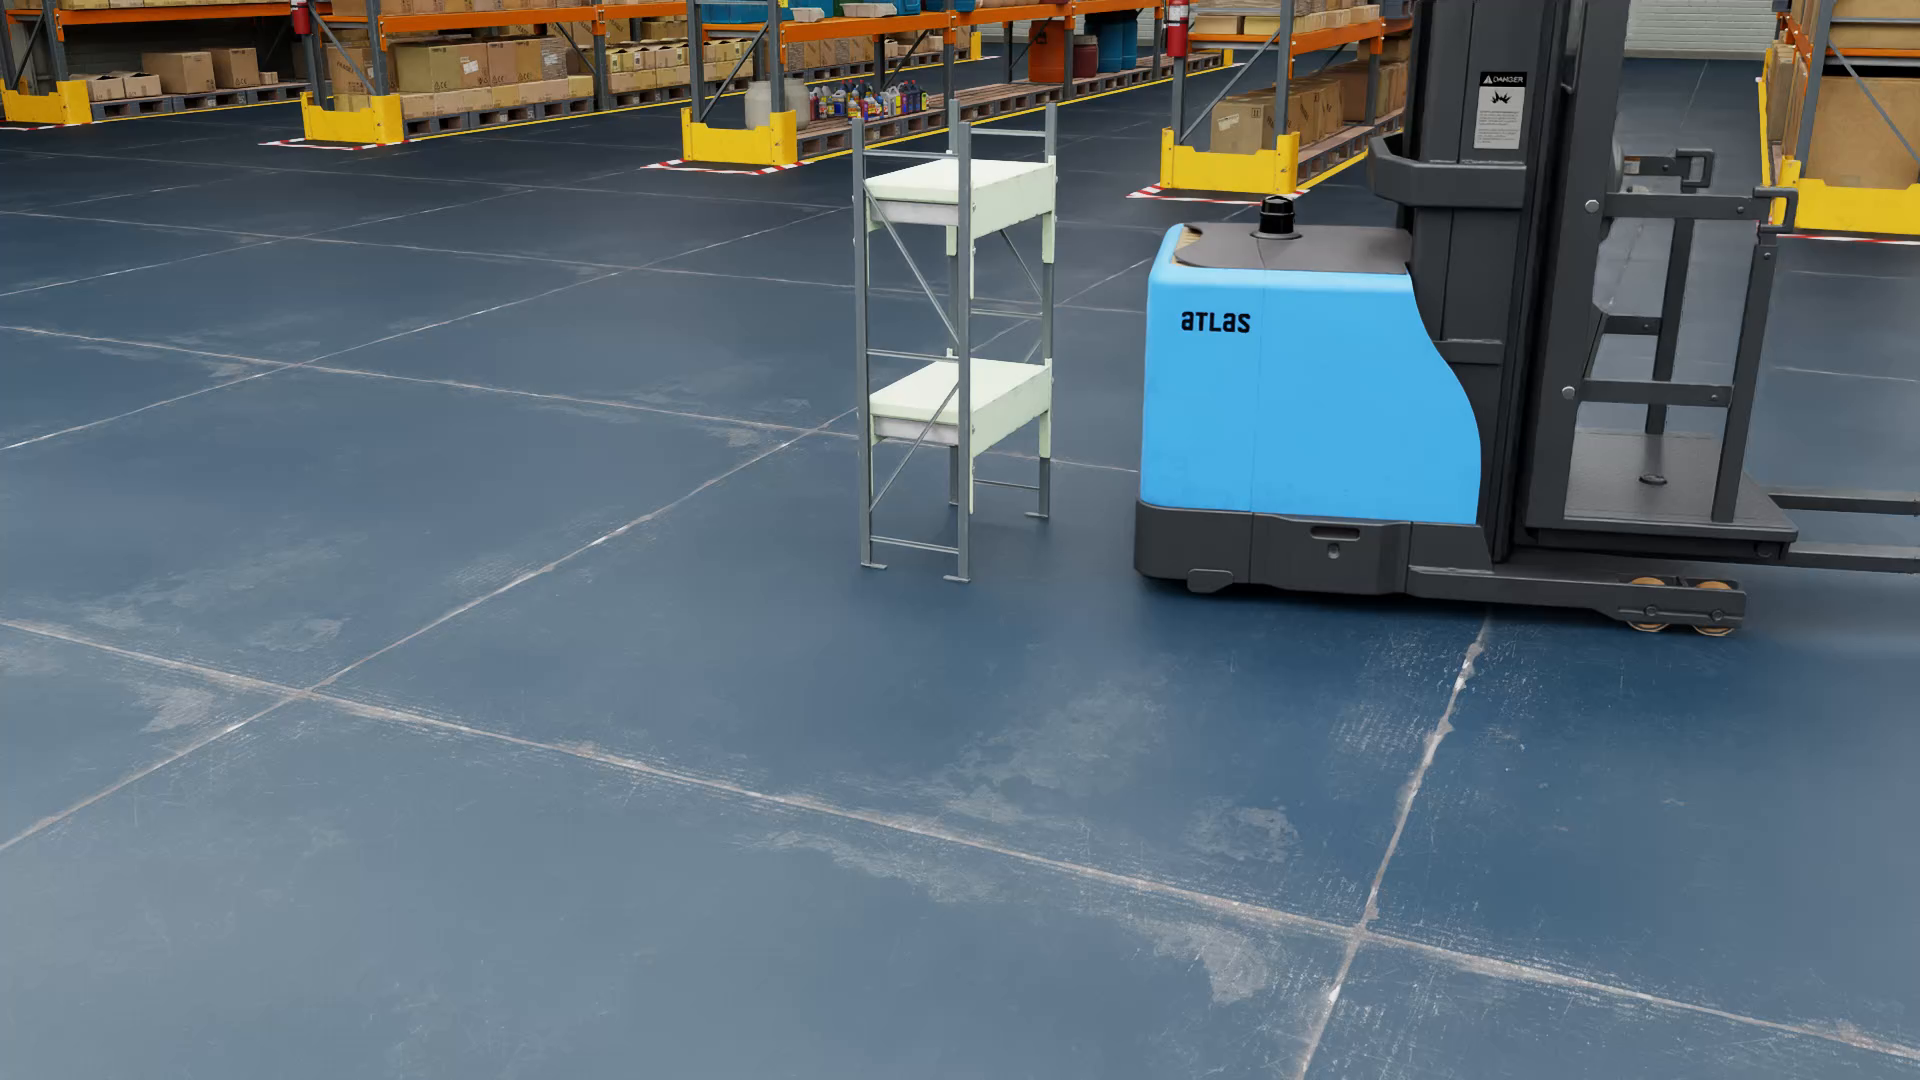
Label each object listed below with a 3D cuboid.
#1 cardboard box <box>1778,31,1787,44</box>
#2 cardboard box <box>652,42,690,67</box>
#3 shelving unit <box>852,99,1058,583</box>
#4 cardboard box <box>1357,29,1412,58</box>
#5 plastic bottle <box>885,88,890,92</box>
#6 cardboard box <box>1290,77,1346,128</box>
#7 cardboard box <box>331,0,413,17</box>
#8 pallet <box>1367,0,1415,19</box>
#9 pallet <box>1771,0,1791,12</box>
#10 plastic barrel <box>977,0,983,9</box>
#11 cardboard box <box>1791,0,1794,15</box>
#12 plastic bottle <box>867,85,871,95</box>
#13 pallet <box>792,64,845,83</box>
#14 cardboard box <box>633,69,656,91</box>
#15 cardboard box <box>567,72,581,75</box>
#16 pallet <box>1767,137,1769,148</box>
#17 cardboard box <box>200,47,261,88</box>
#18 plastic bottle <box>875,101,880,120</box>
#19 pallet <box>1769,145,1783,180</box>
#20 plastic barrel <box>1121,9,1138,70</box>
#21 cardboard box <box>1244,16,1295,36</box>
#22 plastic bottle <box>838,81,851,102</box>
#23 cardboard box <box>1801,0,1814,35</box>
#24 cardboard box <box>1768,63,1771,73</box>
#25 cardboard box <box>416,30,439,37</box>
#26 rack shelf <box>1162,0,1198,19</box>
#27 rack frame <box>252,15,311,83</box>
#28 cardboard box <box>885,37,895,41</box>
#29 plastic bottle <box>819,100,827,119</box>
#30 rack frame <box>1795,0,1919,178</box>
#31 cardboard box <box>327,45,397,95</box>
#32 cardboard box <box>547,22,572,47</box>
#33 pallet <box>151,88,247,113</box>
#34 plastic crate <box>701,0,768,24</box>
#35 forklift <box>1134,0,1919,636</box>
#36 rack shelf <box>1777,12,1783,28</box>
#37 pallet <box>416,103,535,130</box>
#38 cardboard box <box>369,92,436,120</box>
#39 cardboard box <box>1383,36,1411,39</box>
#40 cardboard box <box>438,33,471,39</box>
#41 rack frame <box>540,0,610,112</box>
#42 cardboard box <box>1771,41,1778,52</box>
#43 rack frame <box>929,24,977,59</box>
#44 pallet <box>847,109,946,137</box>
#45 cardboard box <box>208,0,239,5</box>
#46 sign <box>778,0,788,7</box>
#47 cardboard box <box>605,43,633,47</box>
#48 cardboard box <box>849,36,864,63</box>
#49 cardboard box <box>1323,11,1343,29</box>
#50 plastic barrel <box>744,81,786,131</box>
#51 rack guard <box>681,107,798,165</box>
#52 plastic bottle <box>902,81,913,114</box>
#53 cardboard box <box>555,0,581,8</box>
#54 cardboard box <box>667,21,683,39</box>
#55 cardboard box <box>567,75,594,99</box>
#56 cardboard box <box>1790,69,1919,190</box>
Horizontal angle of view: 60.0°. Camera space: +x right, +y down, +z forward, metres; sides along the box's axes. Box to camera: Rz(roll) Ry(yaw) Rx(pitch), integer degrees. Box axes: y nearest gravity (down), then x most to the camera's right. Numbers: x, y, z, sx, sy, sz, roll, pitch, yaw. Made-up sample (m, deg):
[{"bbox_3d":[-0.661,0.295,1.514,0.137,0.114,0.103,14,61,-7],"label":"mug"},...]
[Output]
[{"bbox_3d":[11.187,-6.638,22.141,0.500,0.250,0.500,8,21,20],"label":"cardboard box"},{"bbox_3d":[-4.040,-6.809,23.278,0.500,0.311,0.500,9,22,24],"label":"cardboard box"},{"bbox_3d":[-0.003,-0.705,5.712,0.431,1.500,0.755,9,21,23],"label":"shelving unit"},{"bbox_3d":[5.911,-6.347,21.884,1.225,0.875,0.875,8,21,20],"label":"cardboard box"},{"bbox_3d":[-0.772,-5.041,19.075,0.152,0.276,0.135,9,21,23],"label":"plastic bottle"},{"bbox_3d":[3.771,-4.623,17.595,0.500,0.500,0.500,8,21,21],"label":"cardboard box"},{"bbox_3d":[-6.500,-6.045,18.342,0.700,0.500,0.500,9,21,23],"label":"cardboard box"},{"bbox_3d":[4.417,-5.843,18.208,1.003,0.211,1.213,9,21,23],"label":"pallet"},{"bbox_3d":[10.287,-6.373,19.699,1.213,0.211,1.003,9,21,23],"label":"pallet"},{"bbox_3d":[0.134,-6.718,20.588,0.301,0.262,0.301,0,20,0],"label":"plastic barrel"},{"bbox_3d":[9.457,-6.022,18.277,0.500,0.500,0.500,8,21,22],"label":"cardboard box"},{"bbox_3d":[-1.088,-5.173,19.434,0.061,0.283,0.133,9,21,23],"label":"plastic bottle"},{"bbox_3d":[-2.586,-7.584,26.978,1.003,0.211,1.213,9,21,23],"label":"pallet"},{"bbox_3d":[-4.463,-6.228,22.481,0.500,0.250,0.500,9,22,24],"label":"cardboard box"},{"bbox_3d":[-5.160,-6.149,22.259,0.500,0.250,0.500,8,21,22],"label":"cardboard box"},{"bbox_3d":[9.200,-4.315,17.787,1.003,0.211,1.213,9,21,23],"label":"pallet"},{"bbox_3d":[-9.974,-6.465,22.746,0.500,0.500,0.500,7,21,19],"label":"cardboard box"},{"bbox_3d":[-0.937,-4.743,18.347,0.097,0.201,0.097,0,20,0],"label":"plastic bottle"},{"bbox_3d":[8.072,-3.473,15.419,1.003,0.211,1.213,9,21,23],"label":"pallet"},{"bbox_3d":[2.490,-7.890,26.183,0.600,0.901,0.708,9,21,23],"label":"plastic barrel"},{"bbox_3d":[2.667,-4.433,14.332,0.380,0.149,0.250,9,21,23],"label":"cardboard box"},{"bbox_3d":[-1.334,-5.111,19.161,0.144,0.351,0.185,8,21,20],"label":"plastic bottle"},{"bbox_3d":[7.782,-4.644,14.328,0.875,0.550,0.550,9,21,23],"label":"cardboard box"},{"bbox_3d":[12.530,-7.184,25.320,0.380,0.149,0.250,9,21,23],"label":"cardboard box"},{"bbox_3d":[-8.486,-7.971,25.862,0.500,0.250,0.500,9,21,24],"label":"cardboard box"},{"bbox_3d":[3.547,-9.117,28.203,1.077,0.370,4.000,9,21,23],"label":"rack shelf"},{"bbox_3d":[-9.586,-7.759,23.309,1.000,3.000,0.127,9,21,23],"label":"rack frame"},{"bbox_3d":[-1.507,-8.909,29.898,0.500,0.311,0.500,9,21,23],"label":"cardboard box"},{"bbox_3d":[-1.527,-4.791,18.484,0.097,0.201,0.097,0,20,0],"label":"plastic bottle"},{"bbox_3d":[6.817,-3.786,12.137,1.000,3.000,0.127,9,21,23],"label":"rack frame"},{"bbox_3d":[-6.755,-5.318,18.803,0.500,0.500,0.500,9,21,23],"label":"cardboard box"},{"bbox_3d":[-7.162,-8.640,28.369,0.750,0.750,0.750,8,21,22],"label":"cardboard box"},{"bbox_3d":[-10.327,-5.860,22.133,1.003,0.211,1.213,9,21,23],"label":"pallet"},{"bbox_3d":[-2.254,-5.301,16.619,0.499,0.251,0.616,9,21,23],"label":"plastic crate"},{"bbox_3d":[2.142,-1.277,5.184,3.031,2.935,1.130,3,20,10],"label":"forklift"},{"bbox_3d":[12.550,-7.726,24.291,1.077,0.370,4.000,9,21,23],"label":"rack shelf"},{"bbox_3d":[-5.927,-5.155,20.148,1.003,0.211,1.213,9,21,23],"label":"pallet"},{"bbox_3d":[-6.280,-4.893,18.728,0.500,0.250,0.500,9,21,23],"label":"cardboard box"},{"bbox_3d":[5.362,-6.116,20.646,0.500,0.250,0.500,10,22,25],"label":"cardboard box"},{"bbox_3d":[-8.195,-7.784,26.453,0.700,0.500,0.500,9,21,23],"label":"cardboard box"},{"bbox_3d":[-5.065,-7.080,21.401,1.000,3.000,0.127,9,21,23],"label":"rack frame"},{"bbox_3d":[12.621,-7.538,25.428,0.380,0.149,0.250,8,21,23],"label":"cardboard box"},{"bbox_3d":[-0.151,-10.748,31.716,1.000,3.000,0.127,9,21,23],"label":"rack frame"},{"bbox_3d":[-0.861,-4.886,19.392,1.003,0.211,1.213,9,21,23],"label":"pallet"},{"bbox_3d":[-9.907,-7.204,21.943,0.500,0.250,0.500,8,21,22],"label":"cardboard box"},{"bbox_3d":[-1.685,-5.230,15.786,0.100,0.325,0.005,9,21,23],"label":"sign"},{"bbox_3d":[-4.747,-6.722,23.033,0.500,0.311,0.500,8,21,23],"label":"cardboard box"},{"bbox_3d":[-1.940,-8.215,27.666,0.500,0.500,0.500,9,21,23],"label":"cardboard box"},{"bbox_3d":[3.370,-4.878,15.584,0.380,0.149,0.250,9,21,23],"label":"cardboard box"},{"bbox_3d":[-1.986,-4.414,16.990,0.421,0.512,0.421,0,20,0],"label":"plastic barrel"},{"bbox_3d":[-2.197,-4.029,16.550,1.175,0.500,0.348,9,21,23],"label":"rack guard"},{"bbox_3d":[-0.627,-5.063,19.027,0.144,0.351,0.185,7,21,20],"label":"plastic bottle"},{"bbox_3d":[-5.241,-6.991,21.000,0.700,0.500,0.500,8,21,21],"label":"cardboard box"},{"bbox_3d":[-5.701,-9.592,31.568,0.700,0.500,0.500,8,21,22],"label":"cardboard box"},{"bbox_3d":[-5.056,-5.811,21.308,0.500,0.250,0.500,9,21,23],"label":"cardboard box"},{"bbox_3d":[7.034,-3.199,13.031,0.875,0.875,0.875,9,21,23],"label":"cardboard box"}]
